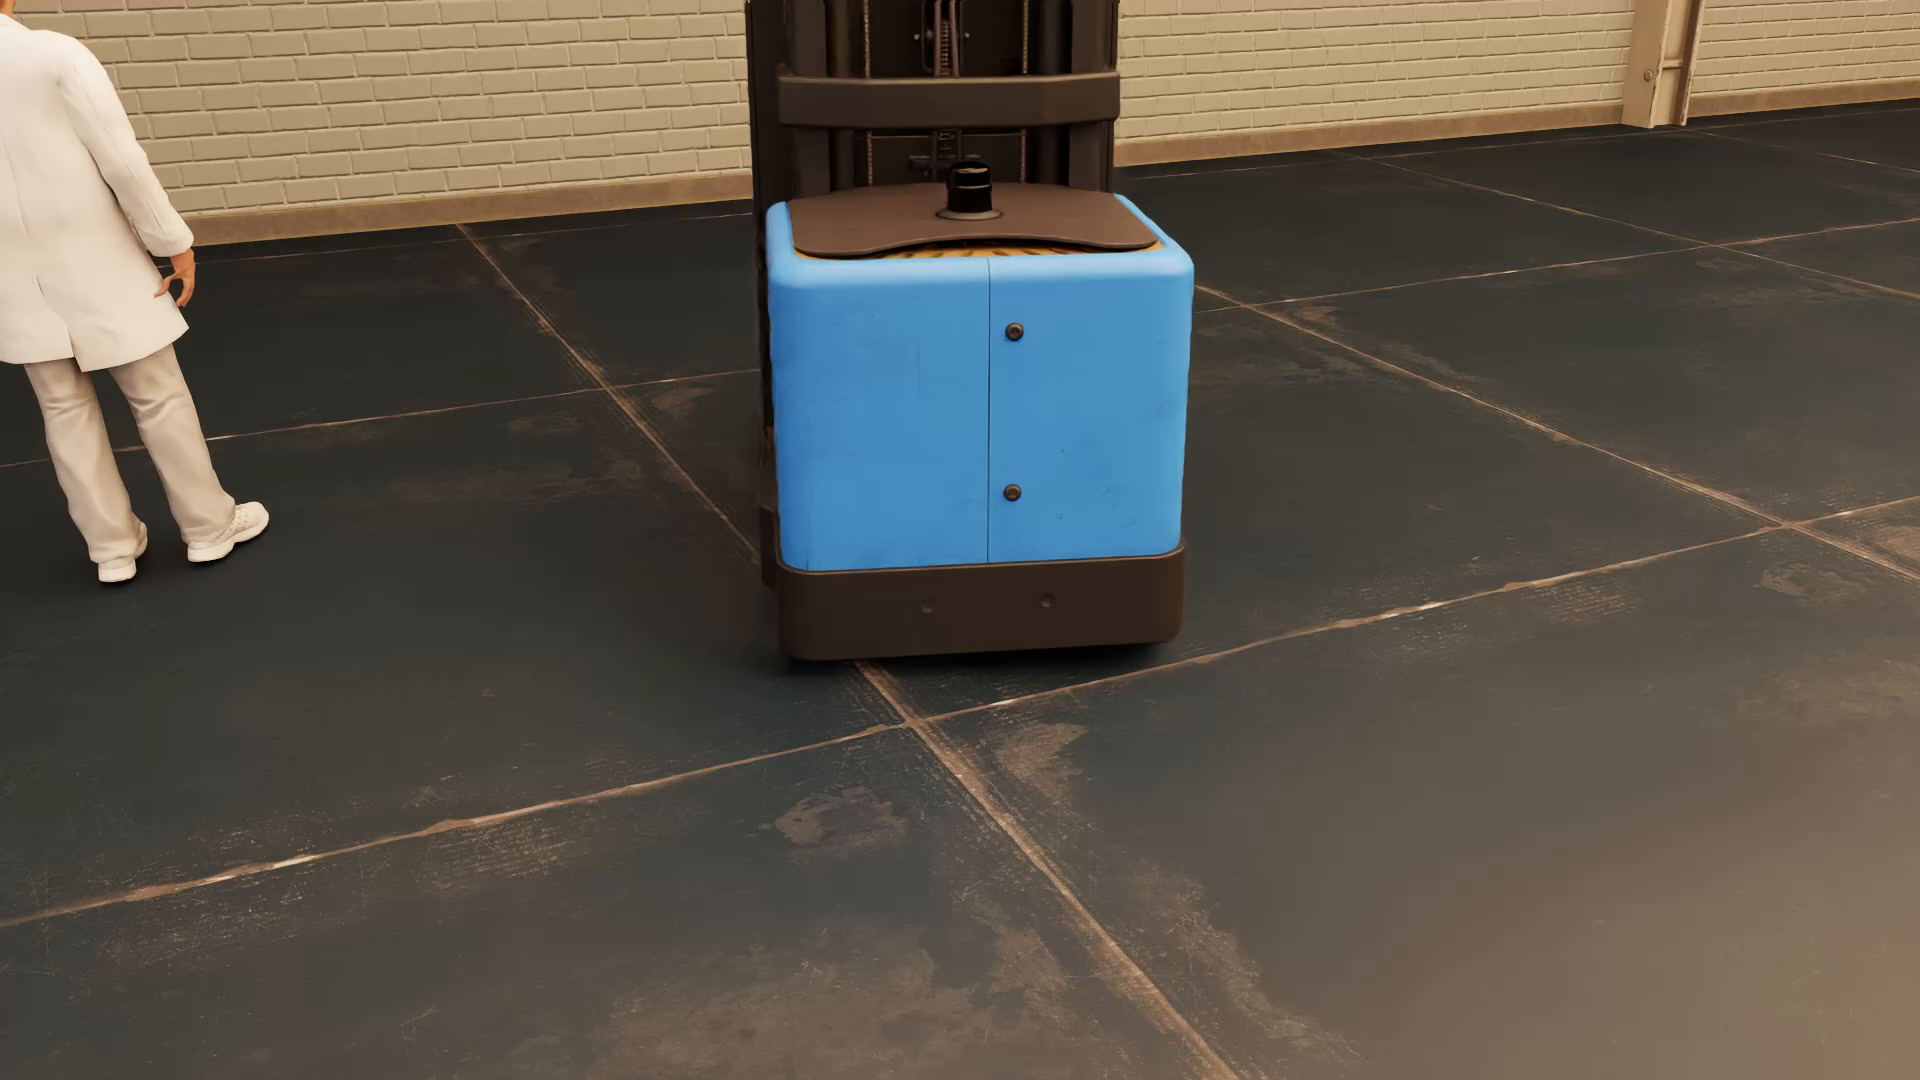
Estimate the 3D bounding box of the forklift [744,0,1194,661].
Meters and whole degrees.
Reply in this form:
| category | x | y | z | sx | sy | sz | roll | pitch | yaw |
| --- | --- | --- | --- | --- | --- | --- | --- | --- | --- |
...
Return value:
| category | x | y | z | sx | sy | sz | roll | pitch | yaw |
| --- | --- | --- | --- | --- | --- | --- | --- | --- | --- |
| forklift | -0.112 | -1.579 | 5.086 | 1.130 | 2.935 | 3.031 | -3 | 23 | -6 |

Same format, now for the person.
| category | x | y | z | sx | sy | sz | roll | pitch | yaw |
| --- | --- | --- | --- | --- | --- | --- | --- | --- | --- |
| person | -2.450 | -0.763 | 4.606 | 0.697 | 1.776 | 0.582 | -2 | 23 | -6 |
